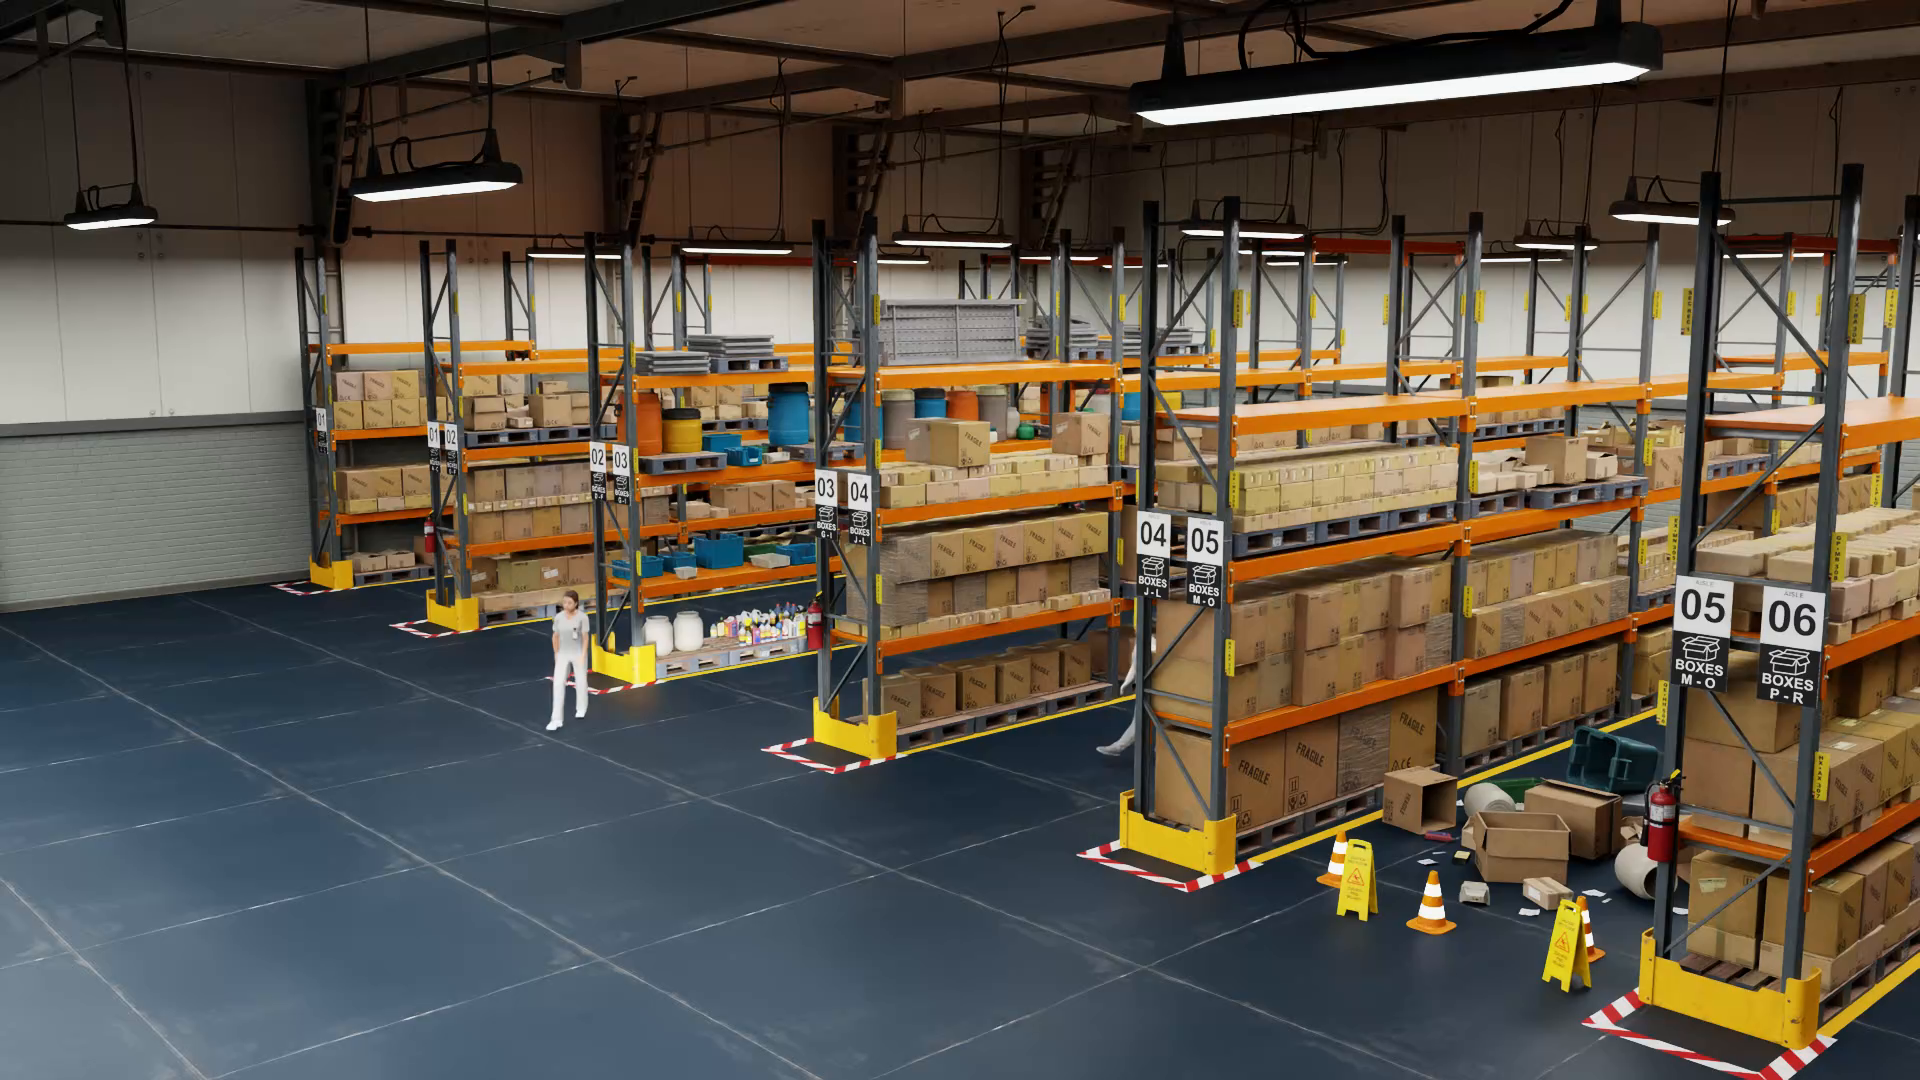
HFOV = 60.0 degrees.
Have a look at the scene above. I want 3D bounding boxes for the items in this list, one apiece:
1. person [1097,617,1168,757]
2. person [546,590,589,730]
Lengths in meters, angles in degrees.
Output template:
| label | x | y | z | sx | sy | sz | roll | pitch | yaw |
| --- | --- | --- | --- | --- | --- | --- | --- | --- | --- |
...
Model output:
| label | x | y | z | sx | sy | sz | roll | pitch | yaw |
| --- | --- | --- | --- | --- | --- | --- | --- | --- | --- |
| person | 2.009 | 1.638 | 18.572 | 1.049 | 1.612 | 0.514 | -1 | 8 | -8 |
| person | -4.705 | 1.410 | 20.043 | 0.486 | 1.618 | 0.969 | -1 | 8 | -5 |
